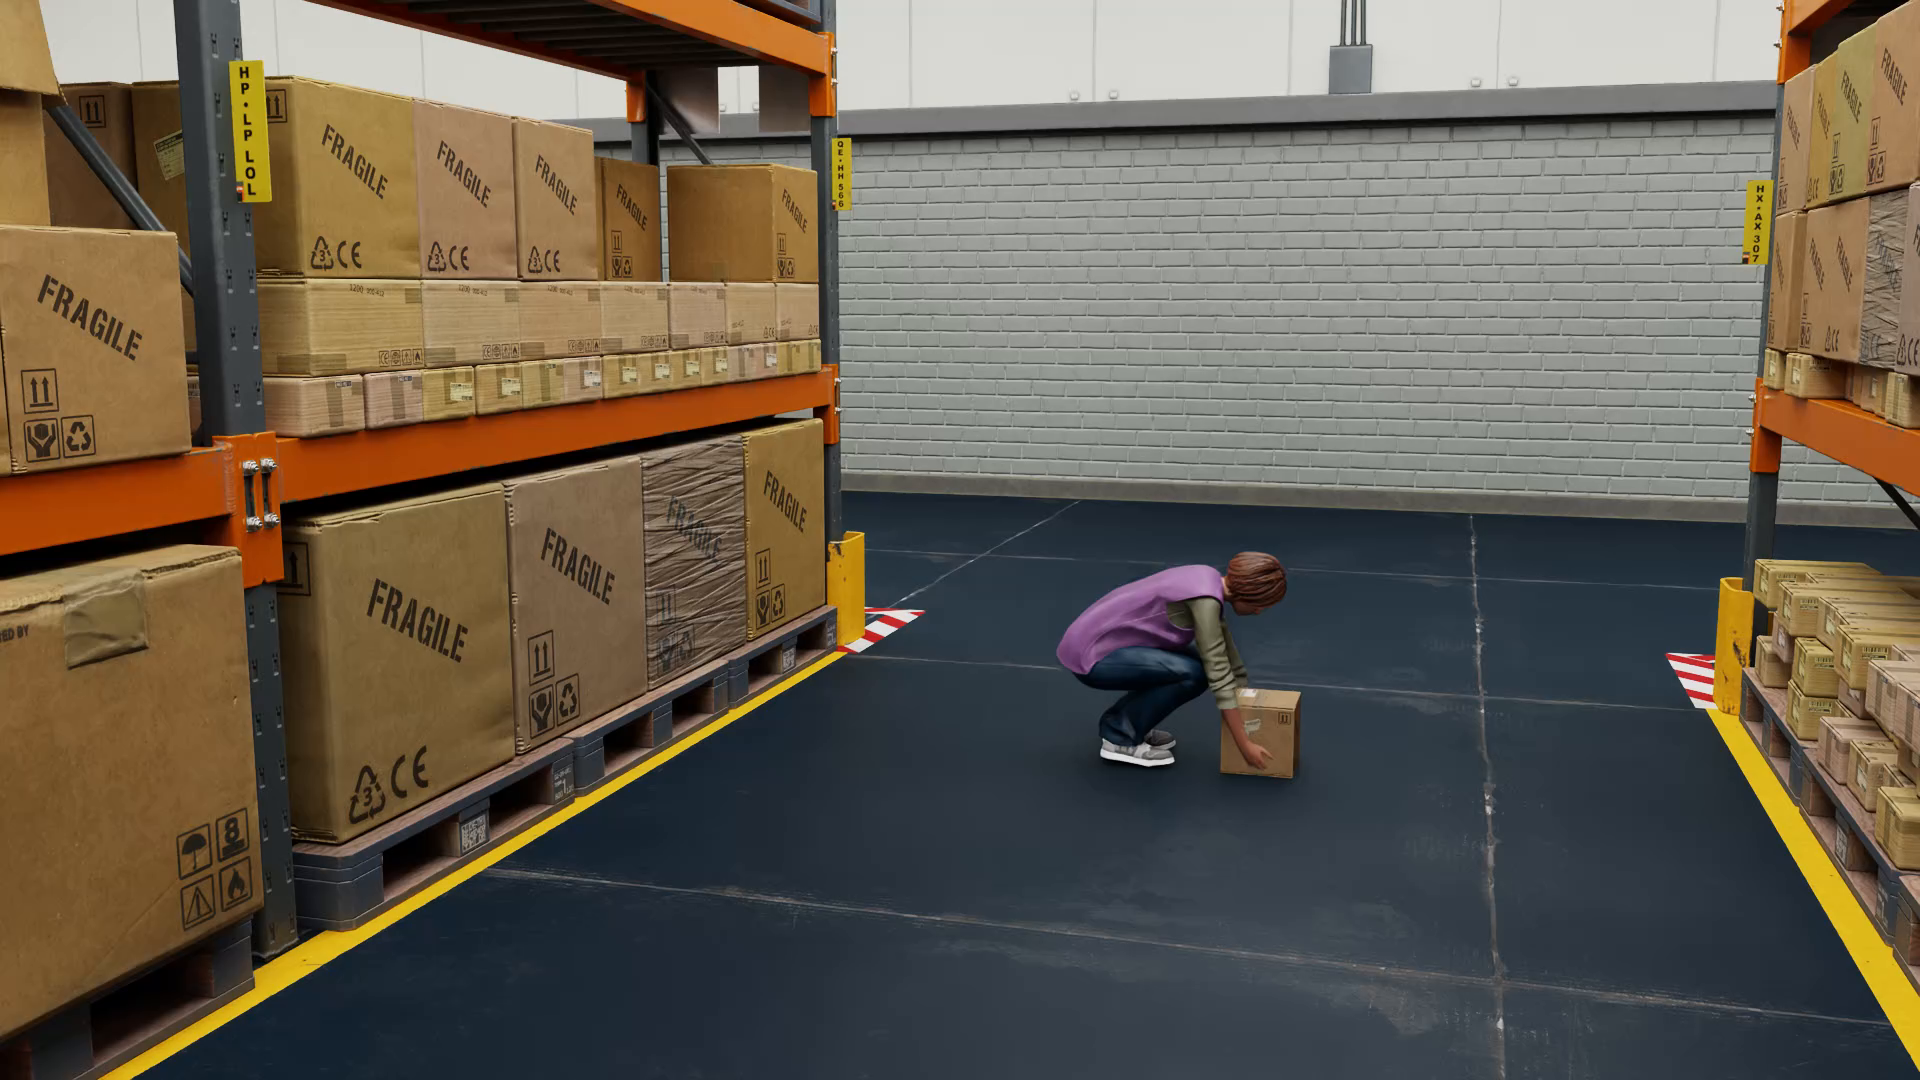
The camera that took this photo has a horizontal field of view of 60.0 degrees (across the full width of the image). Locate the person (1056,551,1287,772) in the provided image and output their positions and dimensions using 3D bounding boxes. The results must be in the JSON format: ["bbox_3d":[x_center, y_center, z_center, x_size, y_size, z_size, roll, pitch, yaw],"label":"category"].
[{"bbox_3d":[0.750,0.416,5.948,0.805,0.764,0.433,3,9,16],"label":"person"}]
